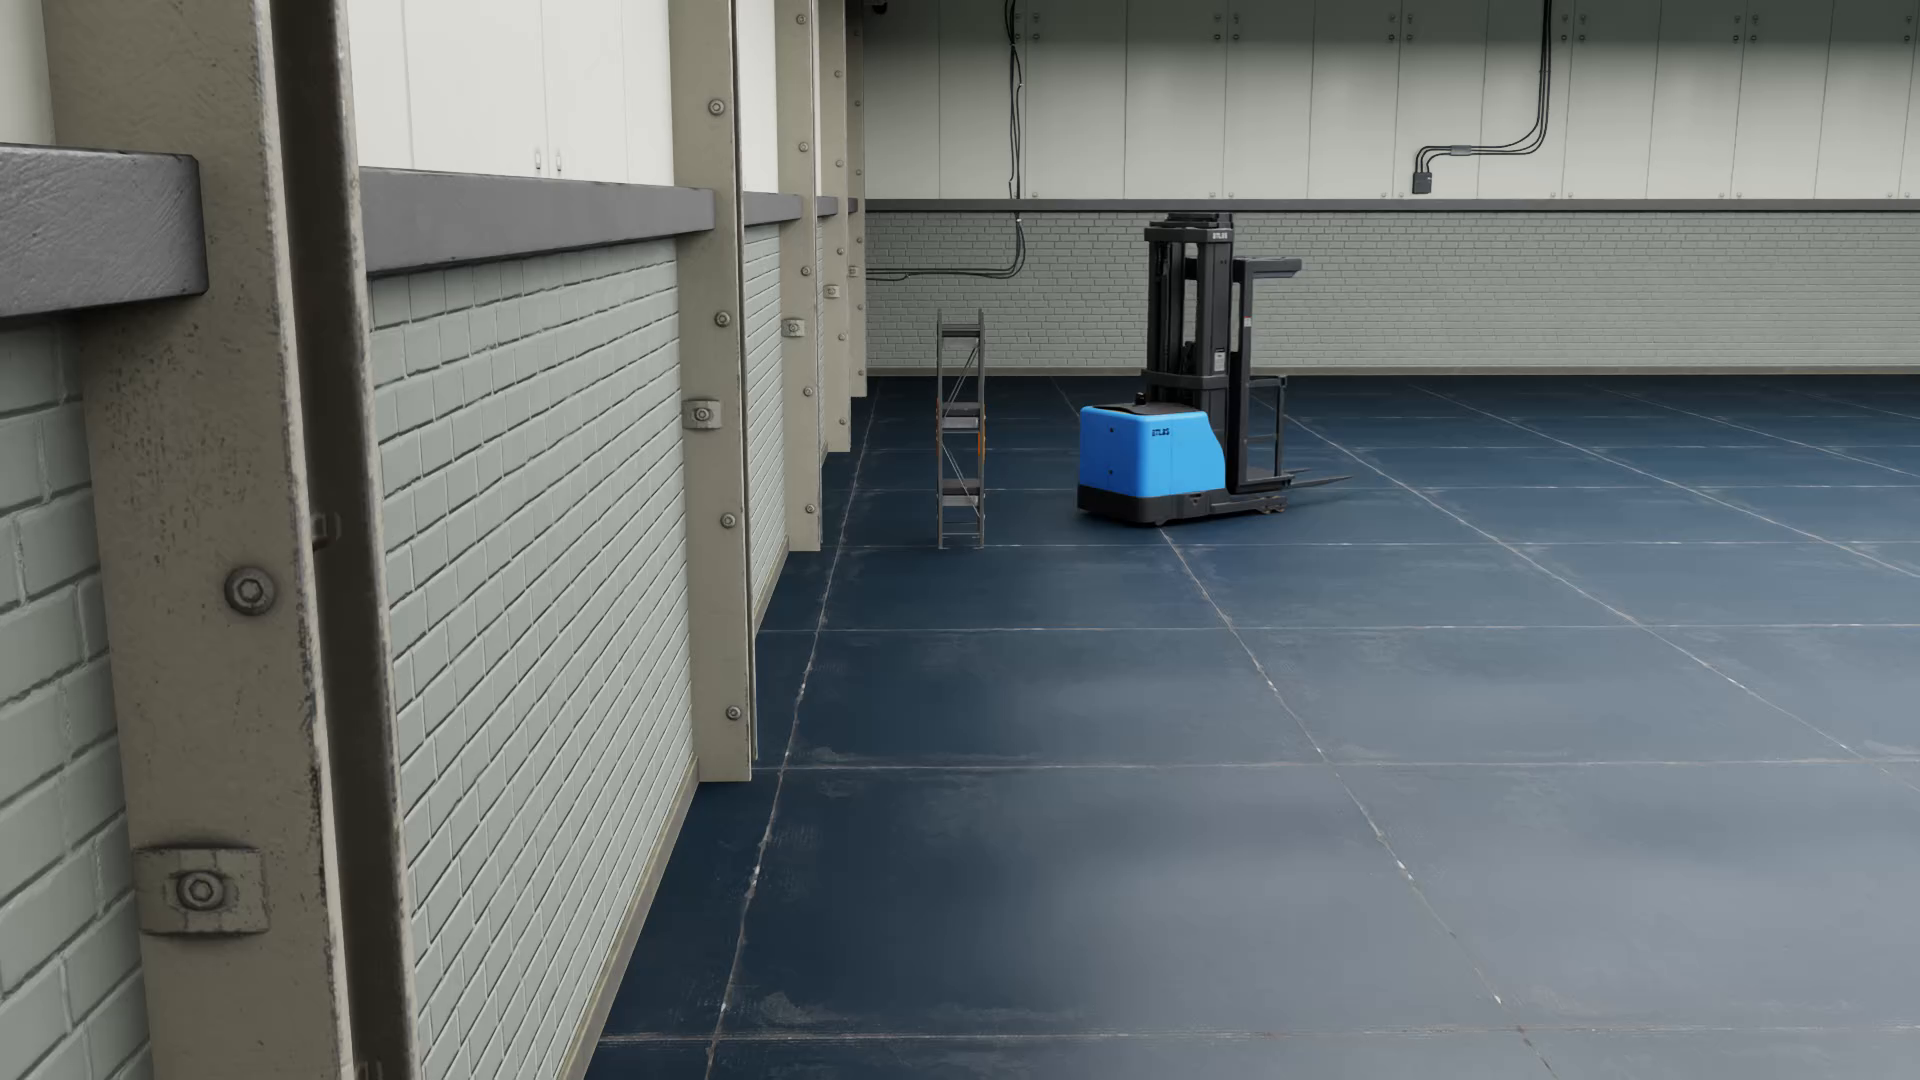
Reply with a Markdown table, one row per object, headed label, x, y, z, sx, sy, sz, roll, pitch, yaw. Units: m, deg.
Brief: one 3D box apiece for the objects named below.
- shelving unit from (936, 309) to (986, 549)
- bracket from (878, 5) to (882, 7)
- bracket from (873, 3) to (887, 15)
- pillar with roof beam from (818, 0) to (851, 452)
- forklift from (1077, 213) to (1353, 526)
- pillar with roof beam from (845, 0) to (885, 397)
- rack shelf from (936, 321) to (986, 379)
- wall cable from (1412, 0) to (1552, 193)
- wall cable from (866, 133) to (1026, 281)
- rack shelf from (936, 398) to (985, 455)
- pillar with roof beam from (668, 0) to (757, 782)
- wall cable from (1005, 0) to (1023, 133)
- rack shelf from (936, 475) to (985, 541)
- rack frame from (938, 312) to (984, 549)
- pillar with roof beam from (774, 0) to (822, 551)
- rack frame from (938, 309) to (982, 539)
| label | x | y | z | sx | sy | sz | roll | pitch | yaw |
| --- | --- | --- | --- | --- | --- | --- | --- | --- | --- |
| shelving unit | 0.003 | -0.996 | 14.879 | 0.431 | 2.100 | 0.503 | 0 | 11 | -1 |
| bracket | -1.343 | -8.939 | 27.625 | 0.076 | 0.066 | 3.189 | 0 | 11 | -1 |
| bracket | -1.355 | -9.056 | 28.204 | 0.235 | 0.232 | 0.430 | 0 | 11 | -1 |
| pillar with roof beam | 2.776 | -5.562 | 20.034 | 9.100 | 9.000 | 0.400 | 0 | 11 | -1 |
| forklift | 2.674 | -1.773 | 16.615 | 3.031 | 2.935 | 1.130 | -7 | 14 | -33 |
| pillar with roof beam | 2.652 | -6.755 | 25.913 | 9.100 | 9.000 | 0.548 | 0 | 11 | -1 |
| rack shelf | 0.004 | -1.669 | 14.743 | 0.431 | 0.518 | 0.480 | 0 | 11 | -1 |
| wall cable | 9.100 | -9.031 | 28.578 | 2.305 | 6.003 | 0.169 | 0 | 11 | -1 |
| wall cable | -0.391 | -5.807 | 29.048 | 3.097 | 2.526 | 0.112 | 0 | 11 | -1 |
| rack shelf | 0.003 | -0.983 | 14.882 | 0.431 | 0.518 | 0.480 | 0 | 11 | -1 |
| pillar with roof beam | 3.024 | -3.177 | 8.276 | 9.100 | 9.000 | 0.400 | 0 | 11 | -1 |
| wall cable | 2.313 | -8.293 | 28.601 | 3.097 | 2.526 | 0.112 | 0 | 11 | -1 |
| rack shelf | 0.003 | -0.297 | 15.021 | 0.431 | 0.518 | 0.480 | 0 | 11 | -1 |
| rack frame | 0.009 | -0.948 | 14.640 | 0.400 | 2.100 | 0.015 | 0 | 11 | -1 |
| pillar with roof beam | 2.900 | -4.370 | 14.155 | 9.100 | 9.000 | 0.400 | 0 | 11 | -1 |
| rack frame | -0.002 | -1.045 | 15.118 | 0.400 | 2.100 | 0.015 | 0 | 11 | -1 |
